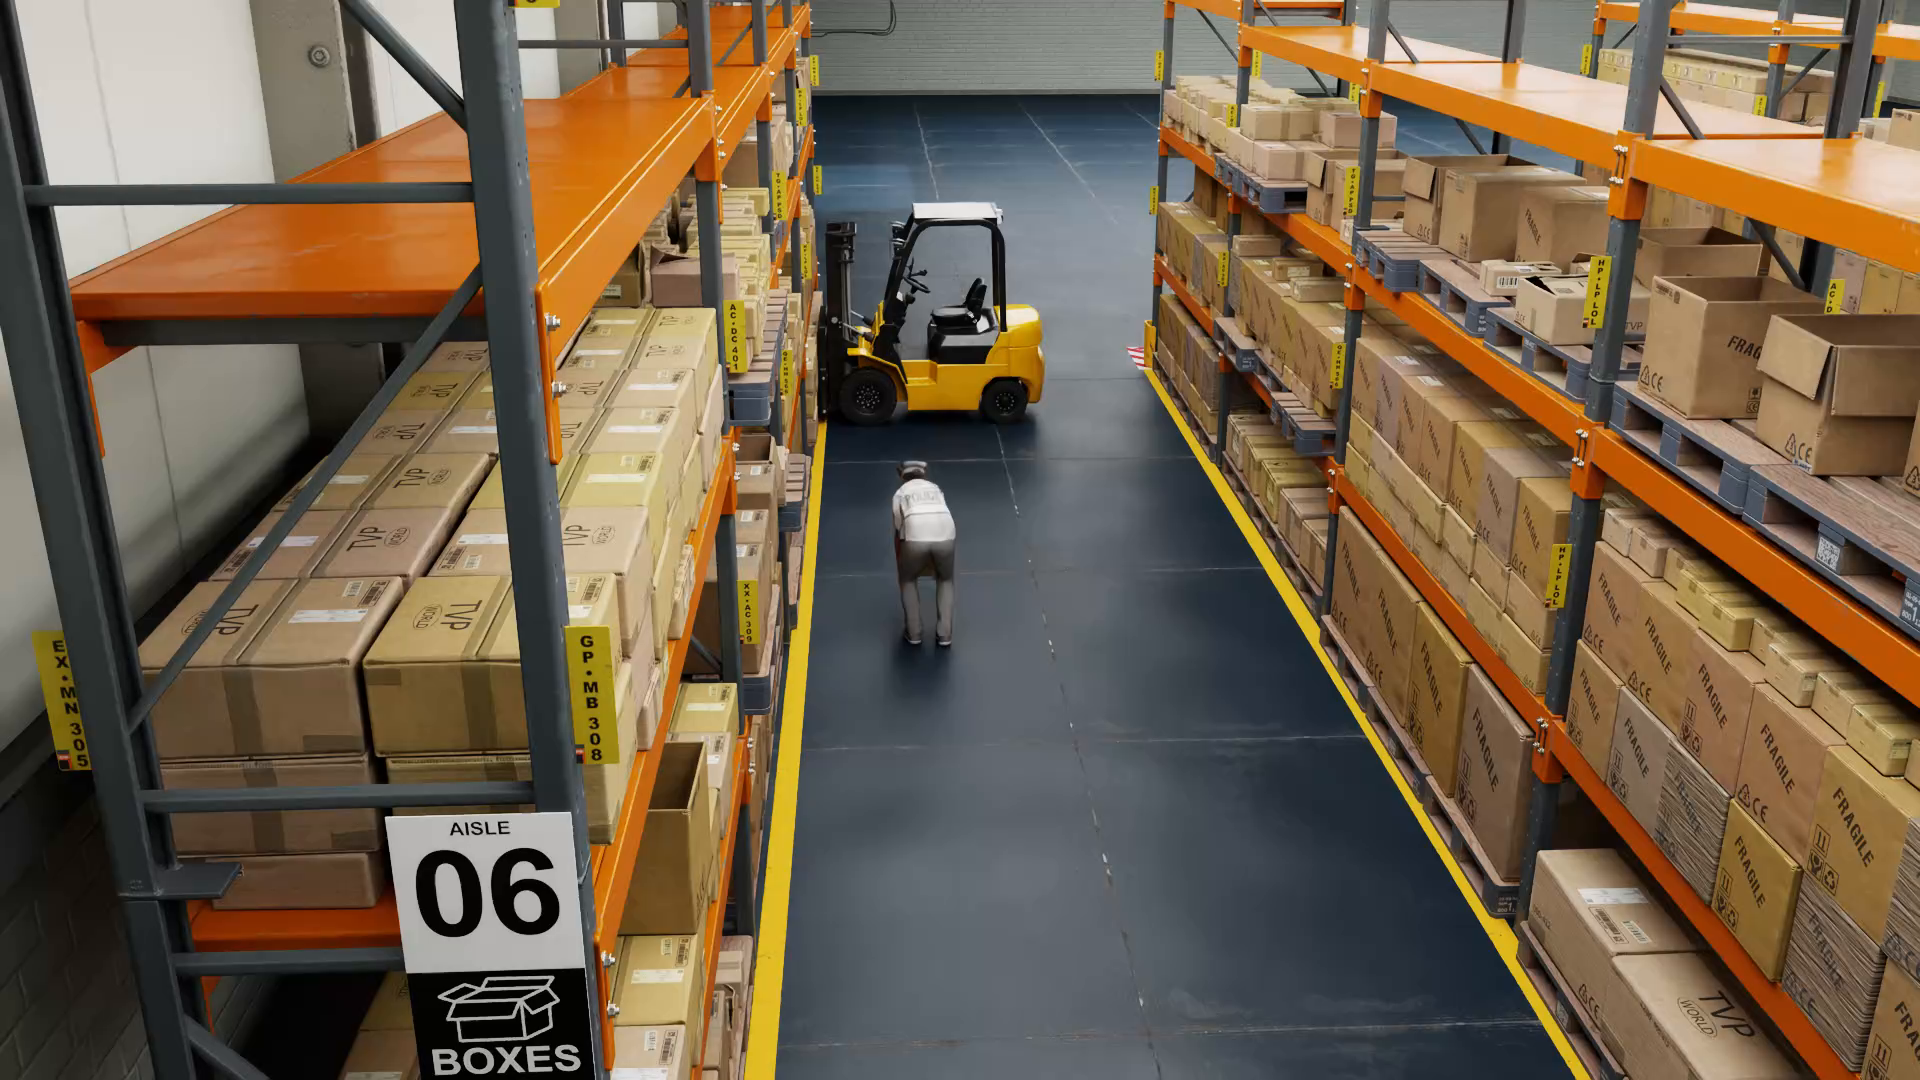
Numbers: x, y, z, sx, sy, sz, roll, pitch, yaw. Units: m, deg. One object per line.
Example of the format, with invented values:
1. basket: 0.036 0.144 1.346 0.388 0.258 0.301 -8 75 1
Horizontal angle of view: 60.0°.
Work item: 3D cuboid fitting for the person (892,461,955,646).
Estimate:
1. person: -0.282 0.093 12.265 0.416 1.238 0.920 -4 21 -9
